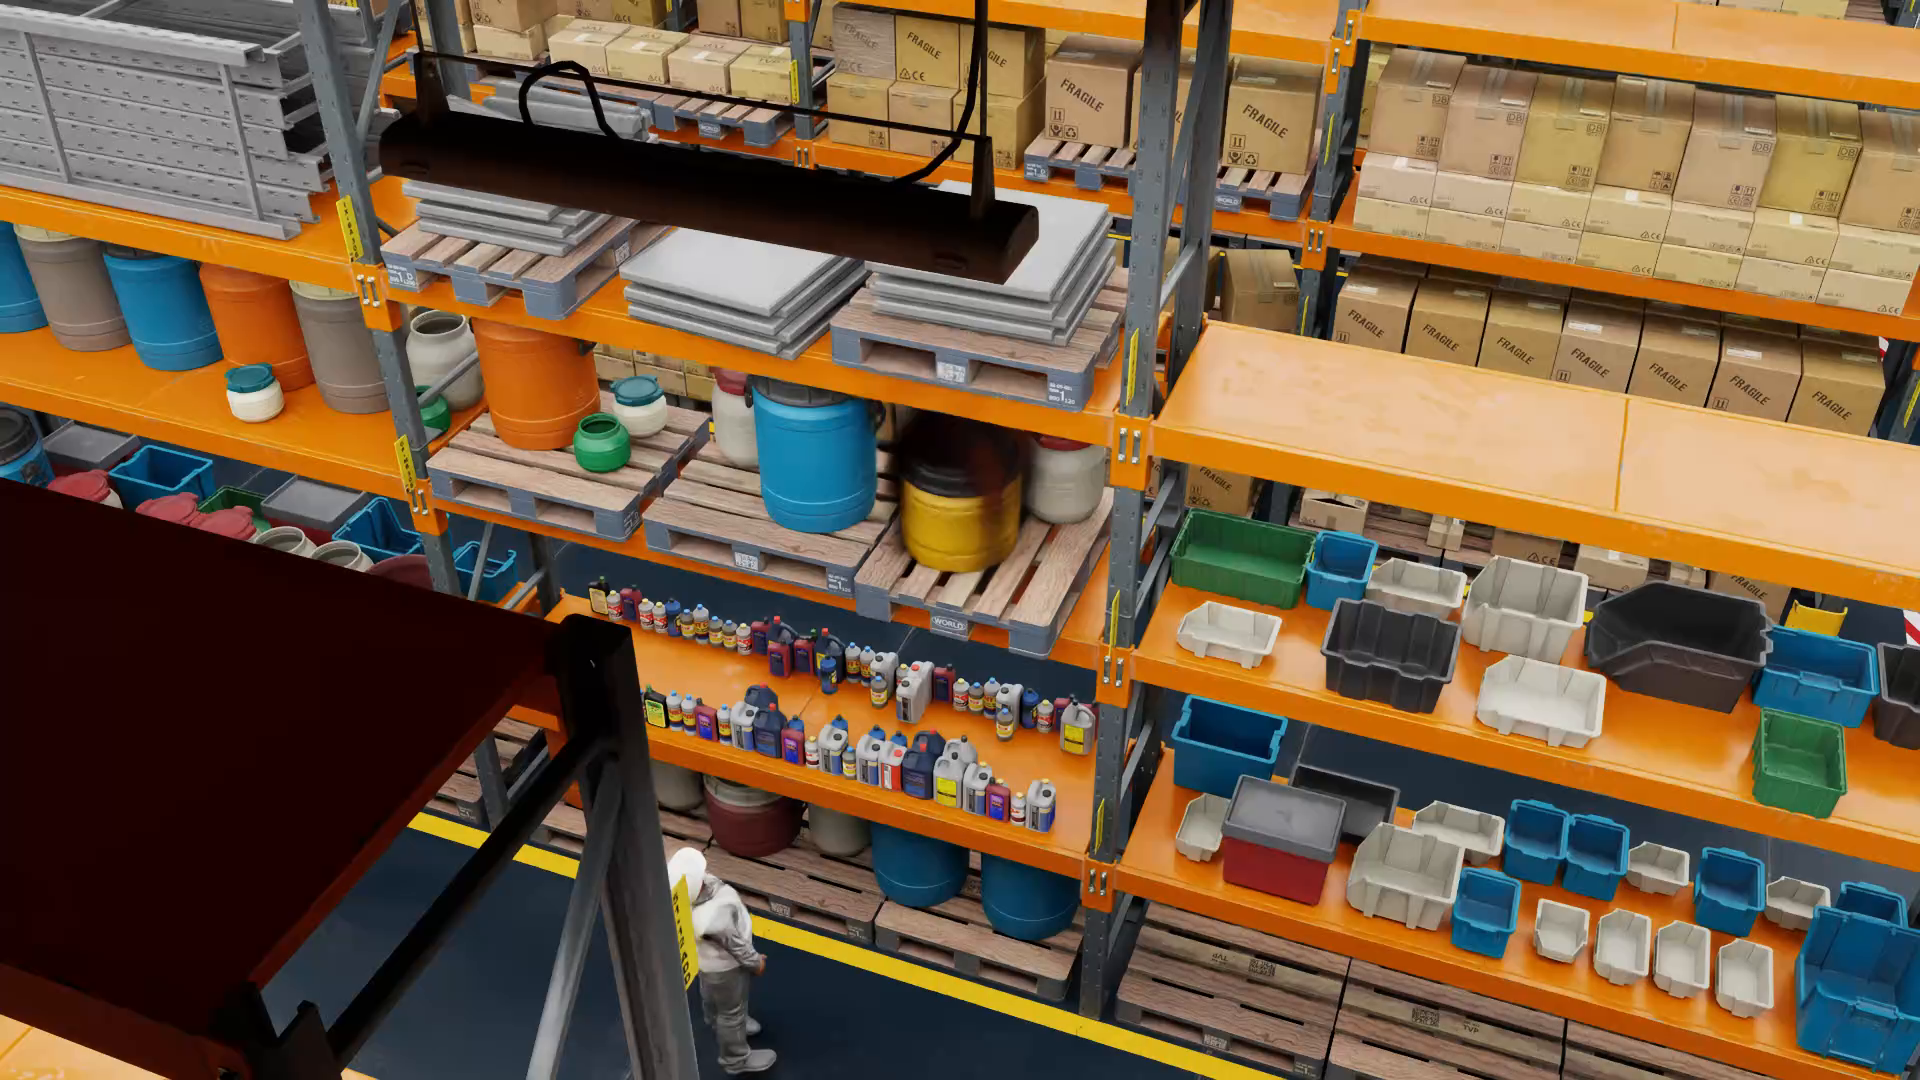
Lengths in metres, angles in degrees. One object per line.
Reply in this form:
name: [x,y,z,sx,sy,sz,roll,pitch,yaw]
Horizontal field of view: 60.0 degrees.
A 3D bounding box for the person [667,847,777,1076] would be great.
person: [-1.339,2.209,8.896,0.519,1.737,0.585,-22,42,-27]
